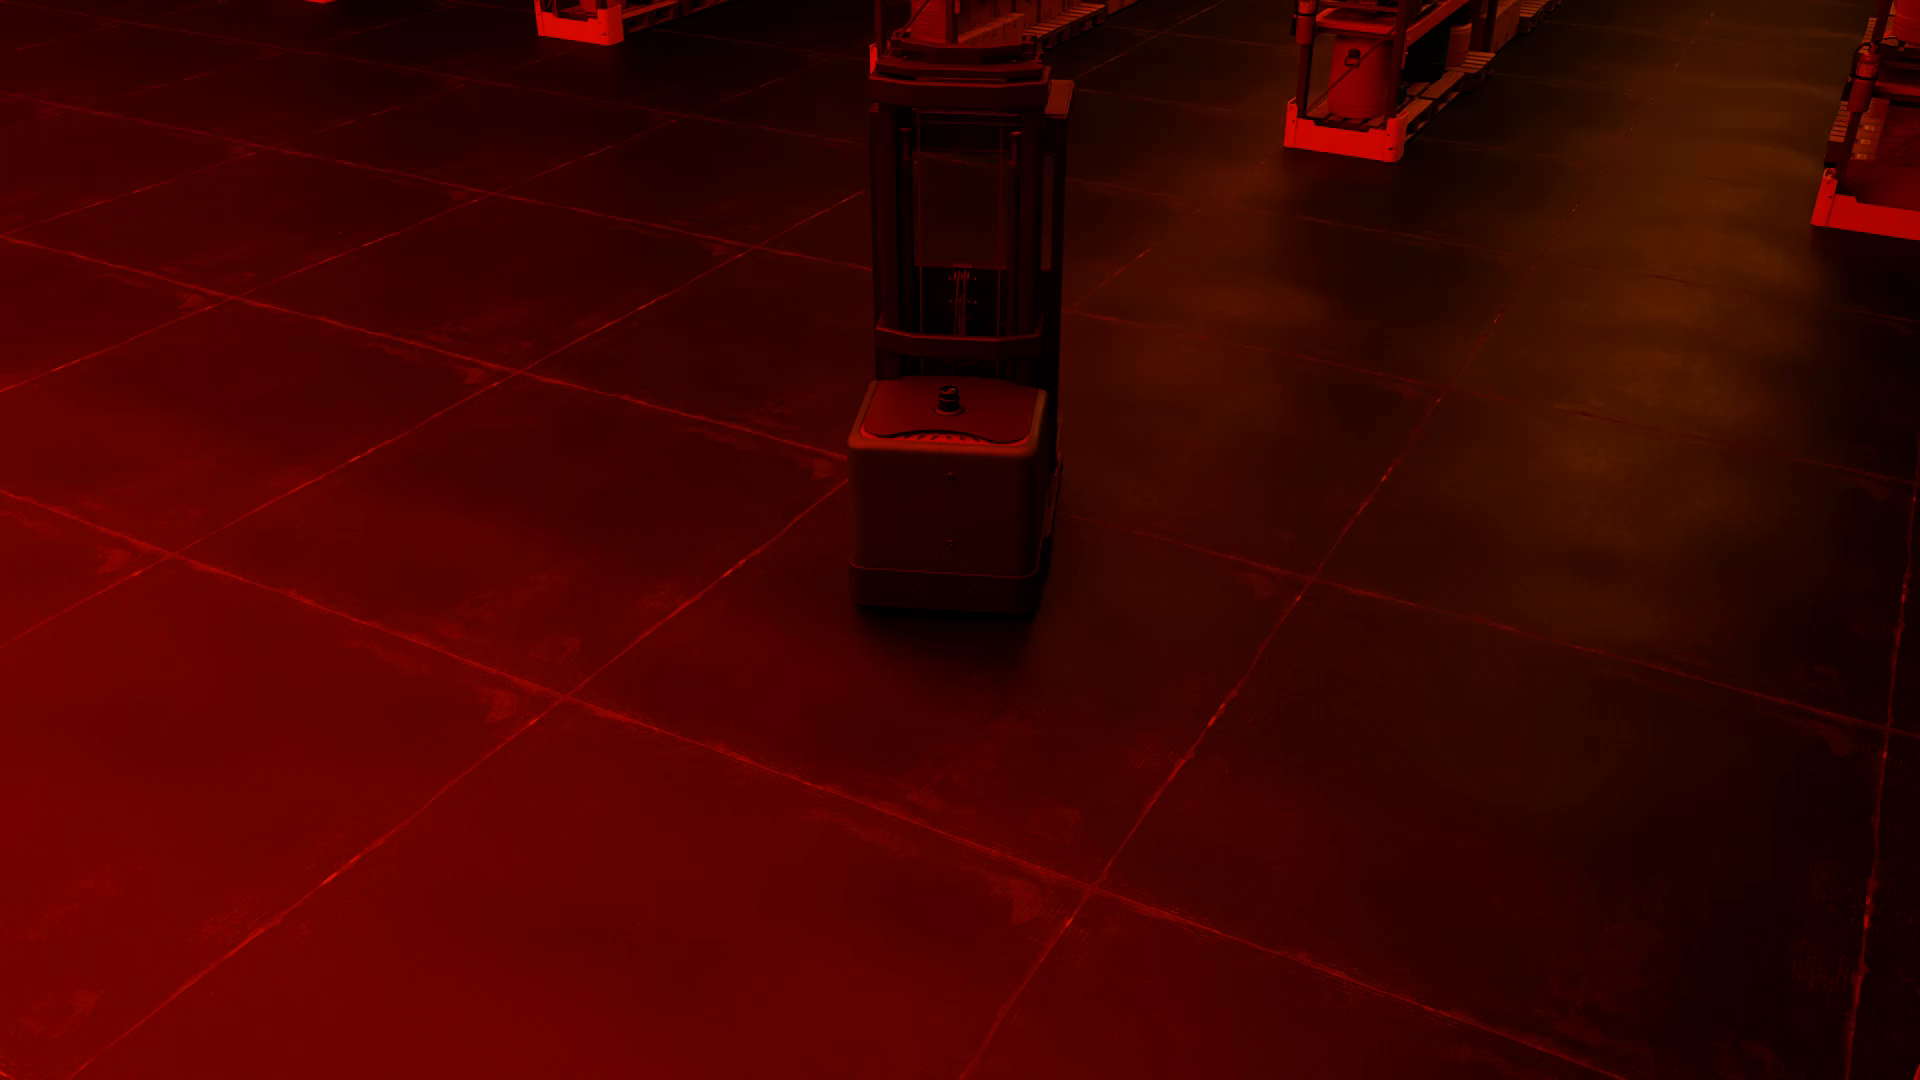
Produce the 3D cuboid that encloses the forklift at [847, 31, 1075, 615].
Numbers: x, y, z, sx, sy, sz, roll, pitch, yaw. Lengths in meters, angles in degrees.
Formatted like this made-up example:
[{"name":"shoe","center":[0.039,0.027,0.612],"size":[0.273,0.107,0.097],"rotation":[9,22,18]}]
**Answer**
[{"name":"forklift","center":[0.072,-1.572,9.794],"size":[1.130,2.935,3.031],"rotation":[3,30,6]}]
